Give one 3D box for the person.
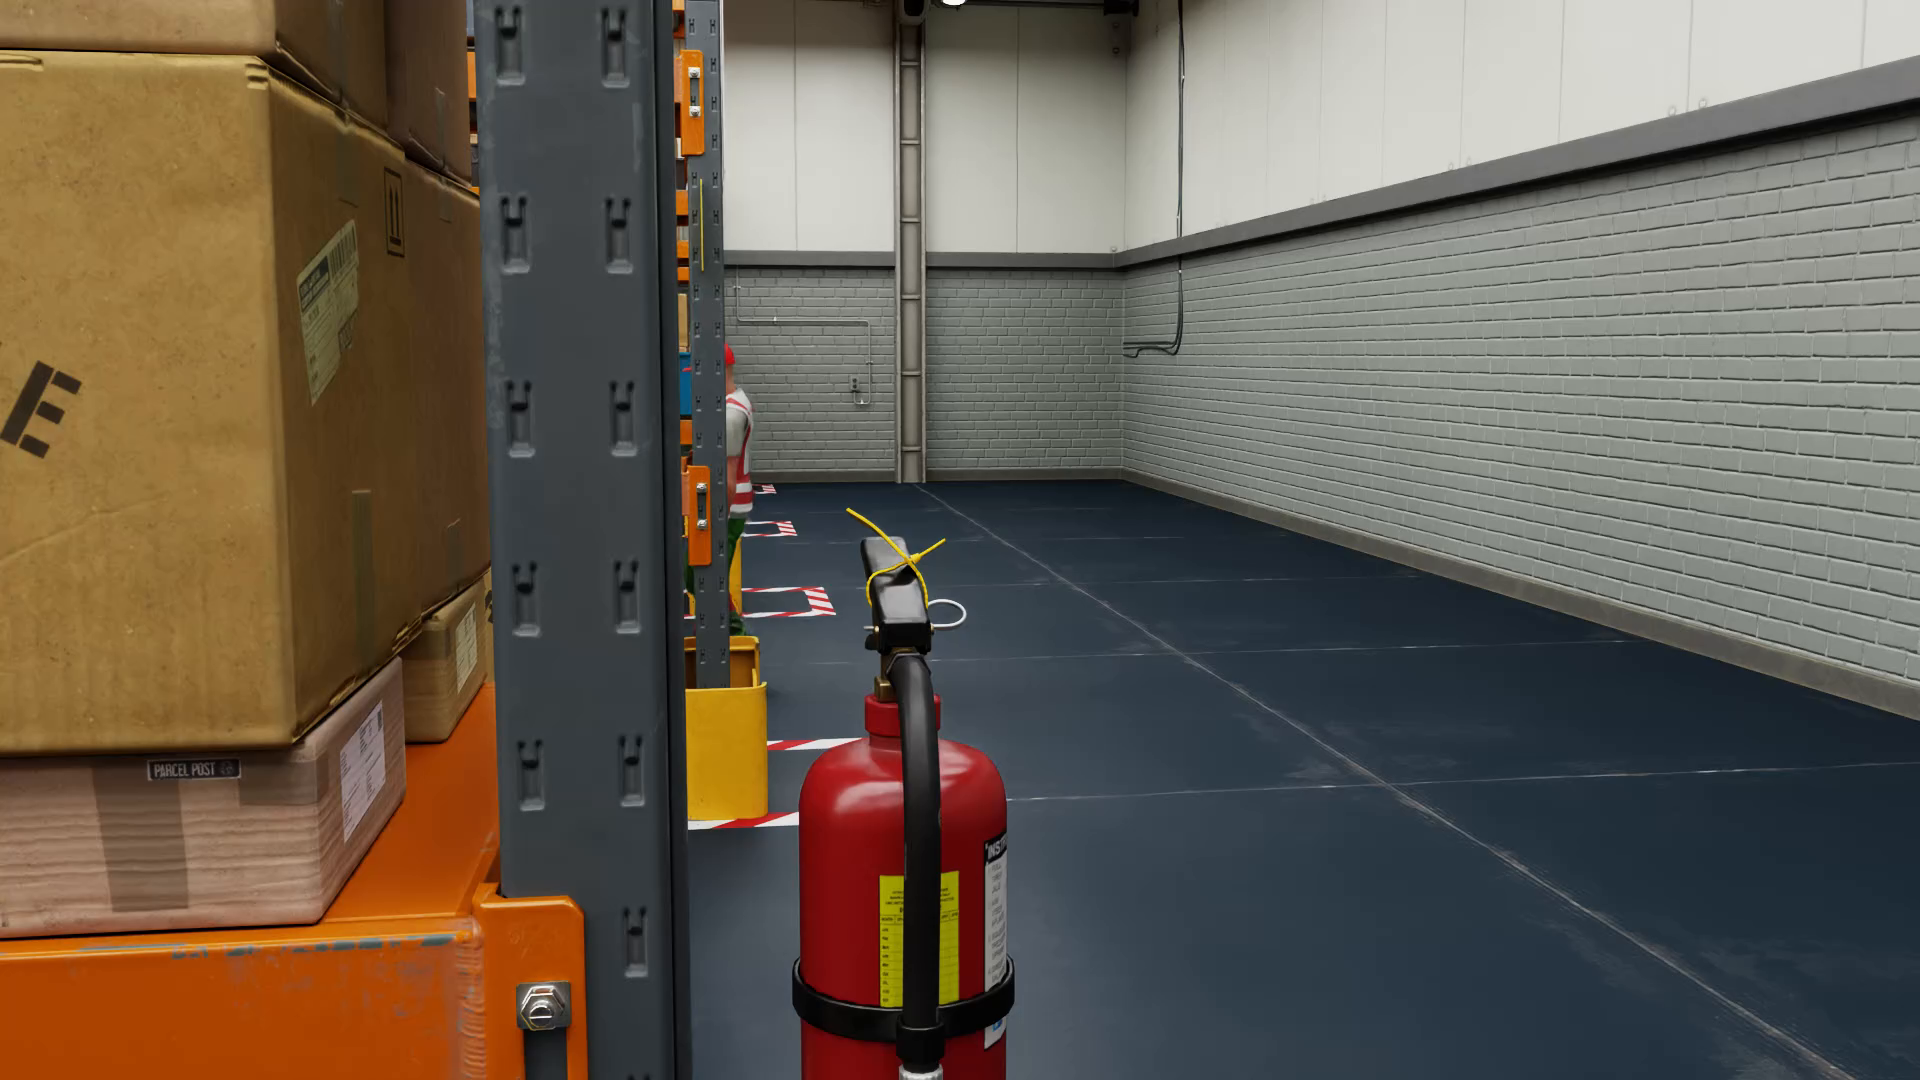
[{"bbox_3d":[-1.302,-0.121,8.496,0.500,1.785,0.581,-1,6,-5],"label":"person"}]
